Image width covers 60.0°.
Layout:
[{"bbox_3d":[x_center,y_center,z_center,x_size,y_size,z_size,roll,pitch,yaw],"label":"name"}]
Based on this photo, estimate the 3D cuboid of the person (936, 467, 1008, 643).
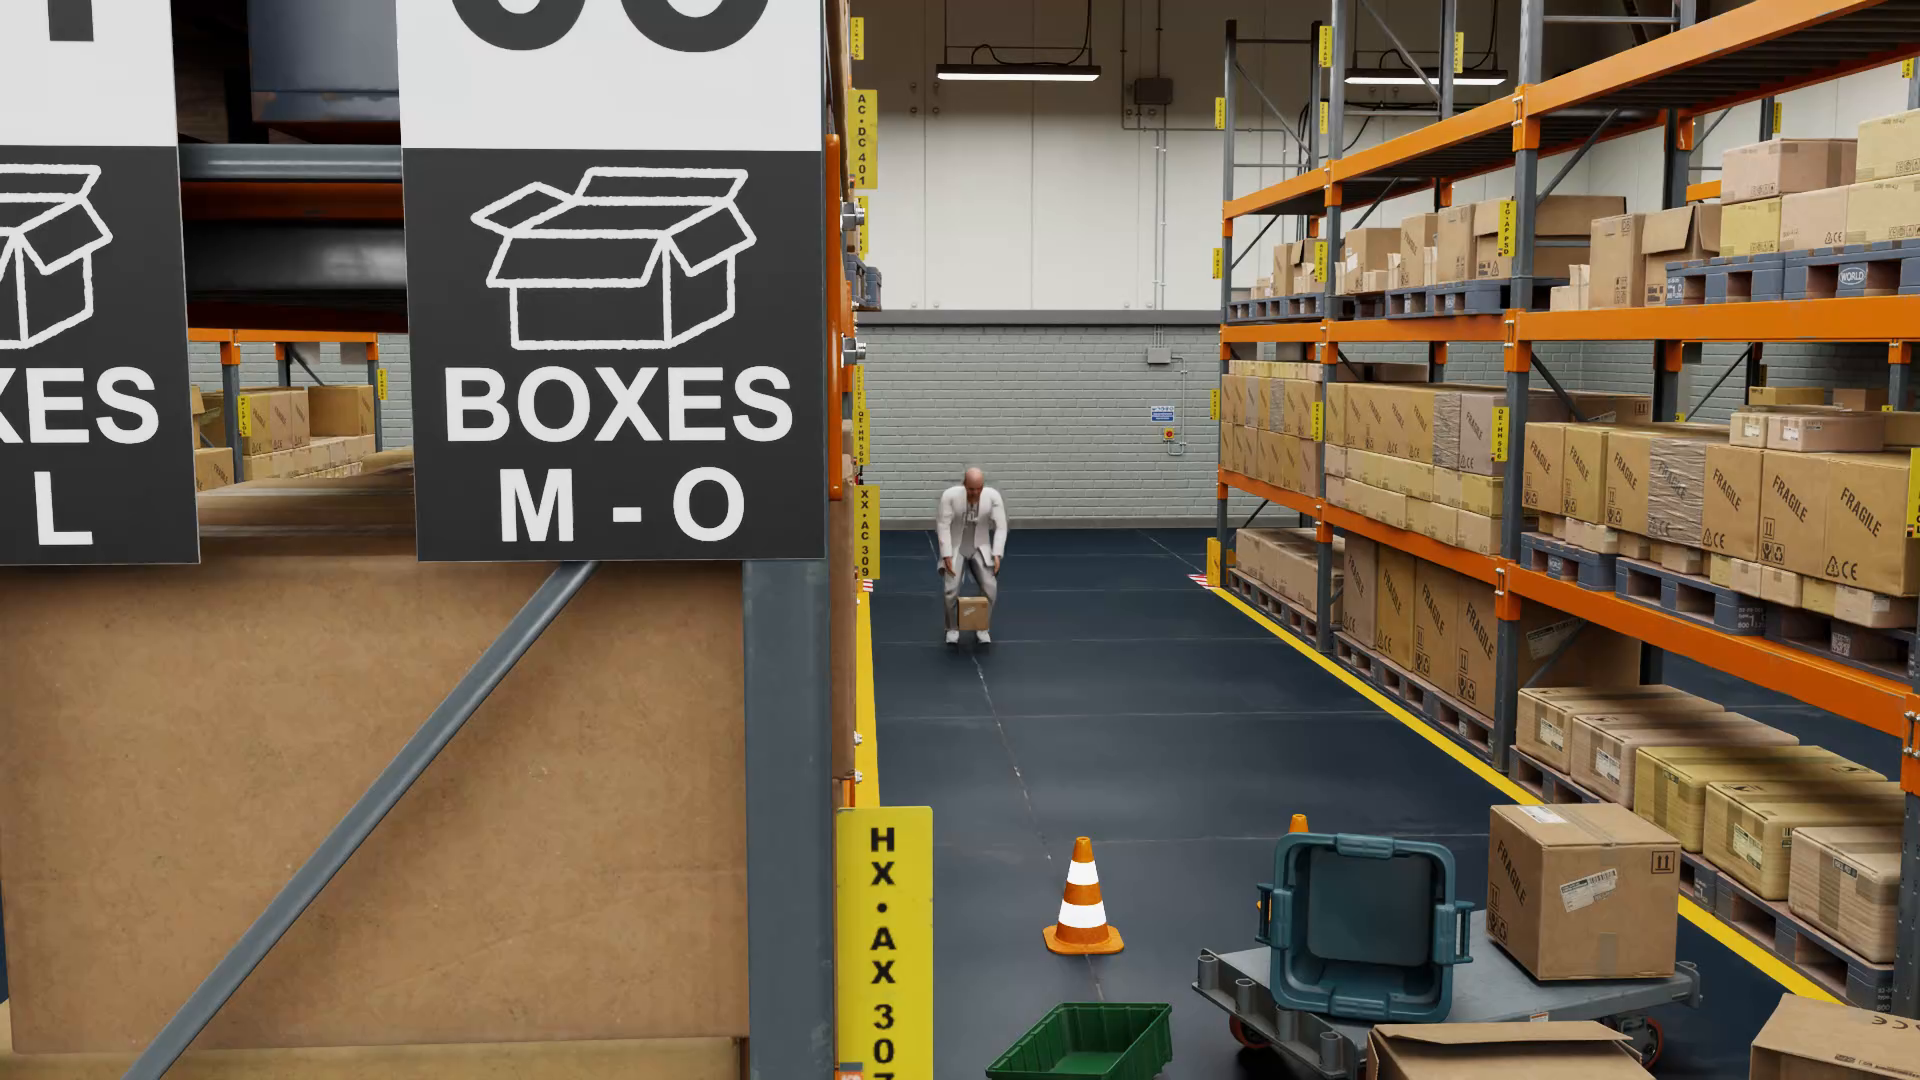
[{"bbox_3d":[0.102,0.125,14.684,0.625,1.564,0.612,0,7,-3],"label":"person"}]
